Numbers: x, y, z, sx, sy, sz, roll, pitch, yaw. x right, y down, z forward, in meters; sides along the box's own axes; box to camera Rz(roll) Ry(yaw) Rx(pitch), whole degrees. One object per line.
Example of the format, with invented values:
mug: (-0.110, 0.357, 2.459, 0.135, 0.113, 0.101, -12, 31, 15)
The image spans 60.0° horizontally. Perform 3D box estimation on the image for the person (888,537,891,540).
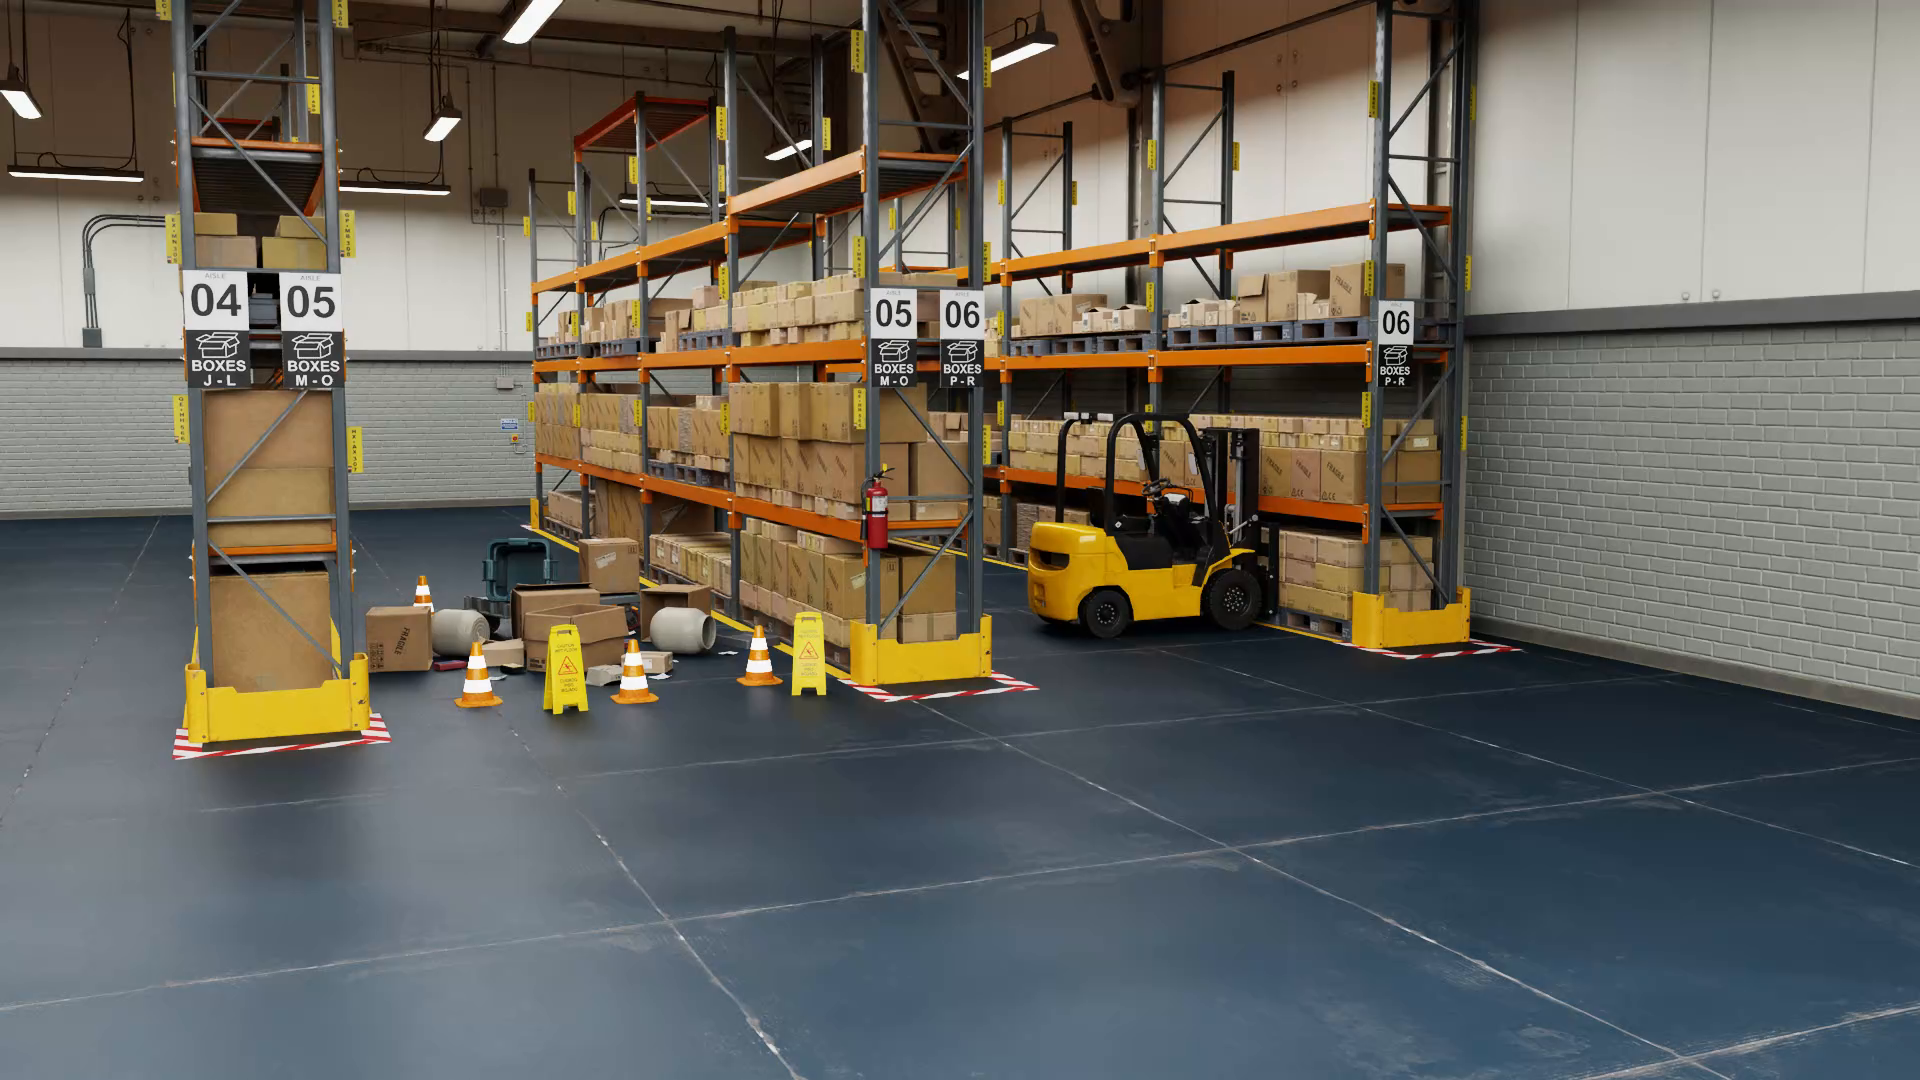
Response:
person: (-1.026, -0.187, 19.124, 0.558, 1.766, 0.832, -2, 6, -24)
